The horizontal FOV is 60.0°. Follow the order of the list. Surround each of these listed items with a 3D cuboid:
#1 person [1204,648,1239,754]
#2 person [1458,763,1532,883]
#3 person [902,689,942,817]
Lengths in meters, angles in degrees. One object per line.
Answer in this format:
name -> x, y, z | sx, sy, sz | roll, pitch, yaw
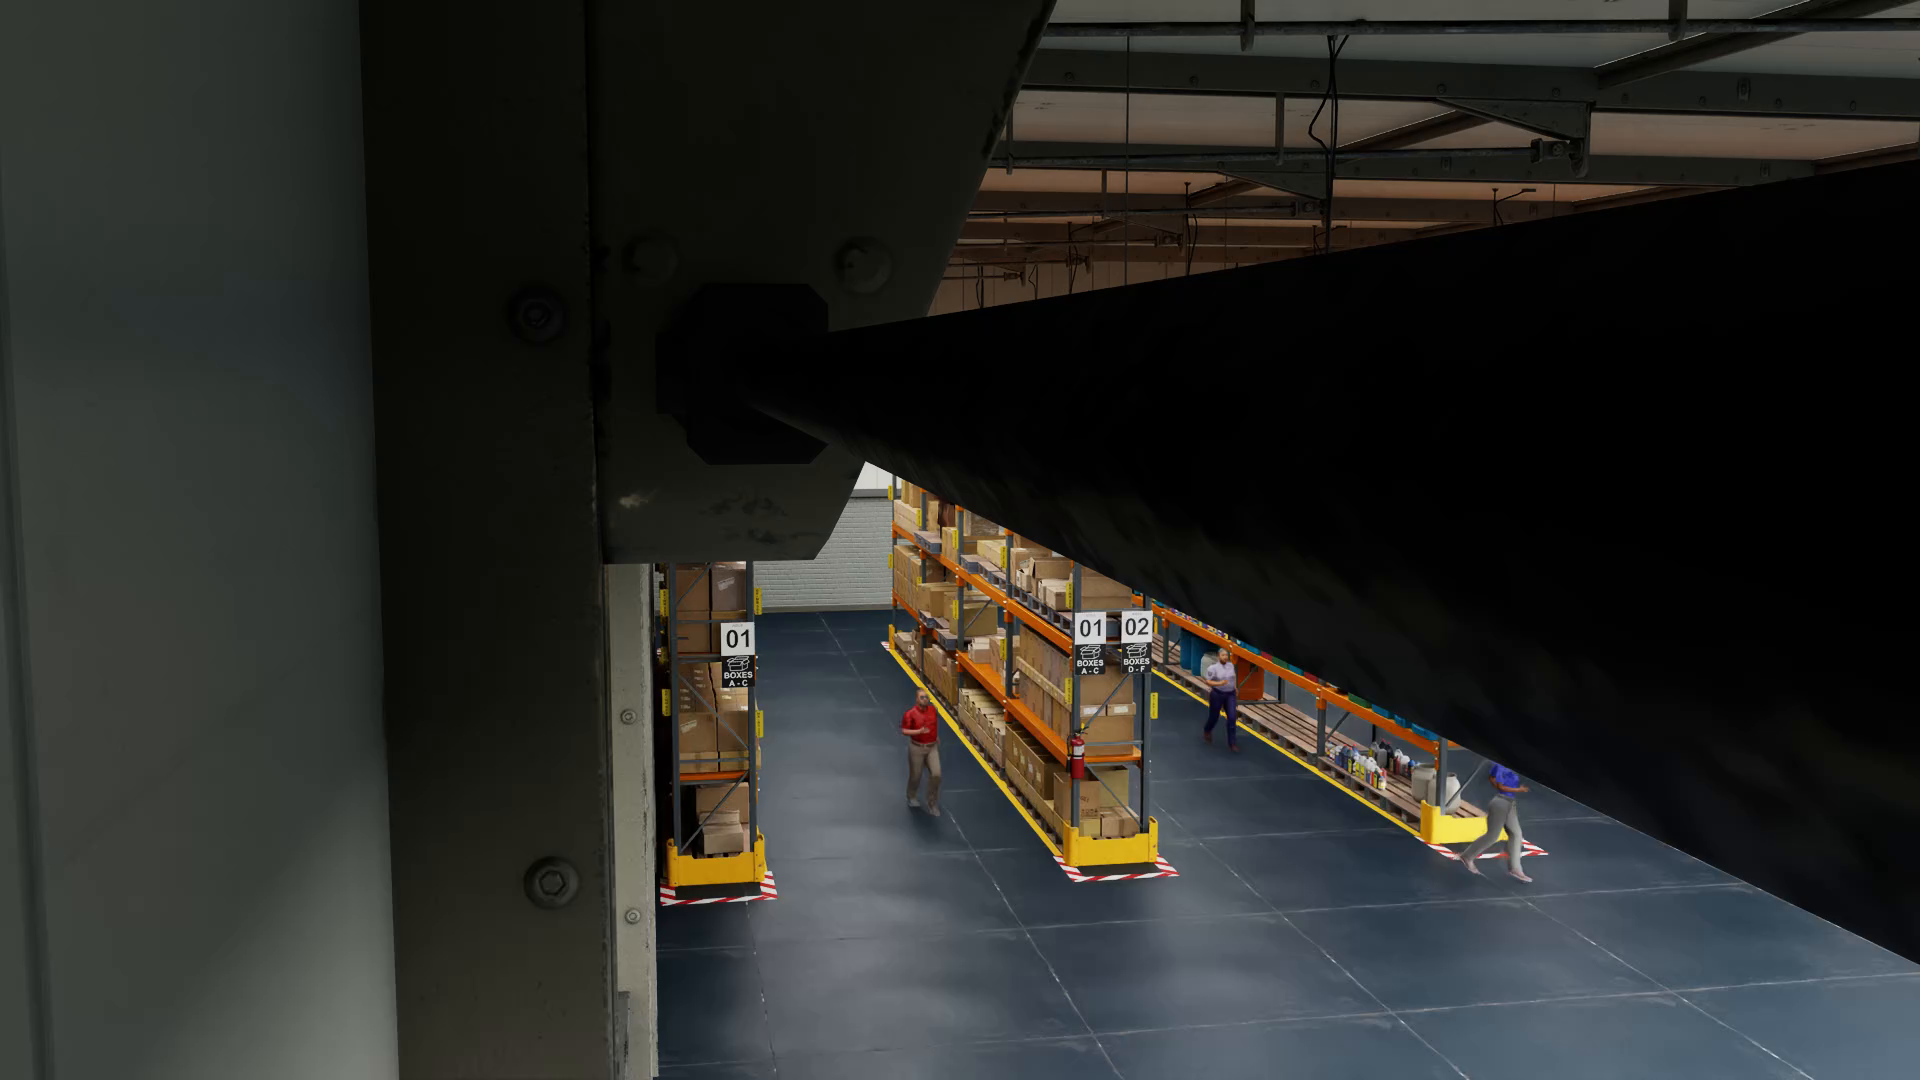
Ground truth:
person -> 4.277, 2.575, 27.093 | 0.610, 1.641, 0.926 | -1, 6, -13
person -> 6.658, 3.312, 20.485 | 0.874, 1.646, 0.617 | 3, 7, 28
person -> -0.517, 2.975, 23.236 | 0.640, 1.795, 0.754 | -3, 7, -25
